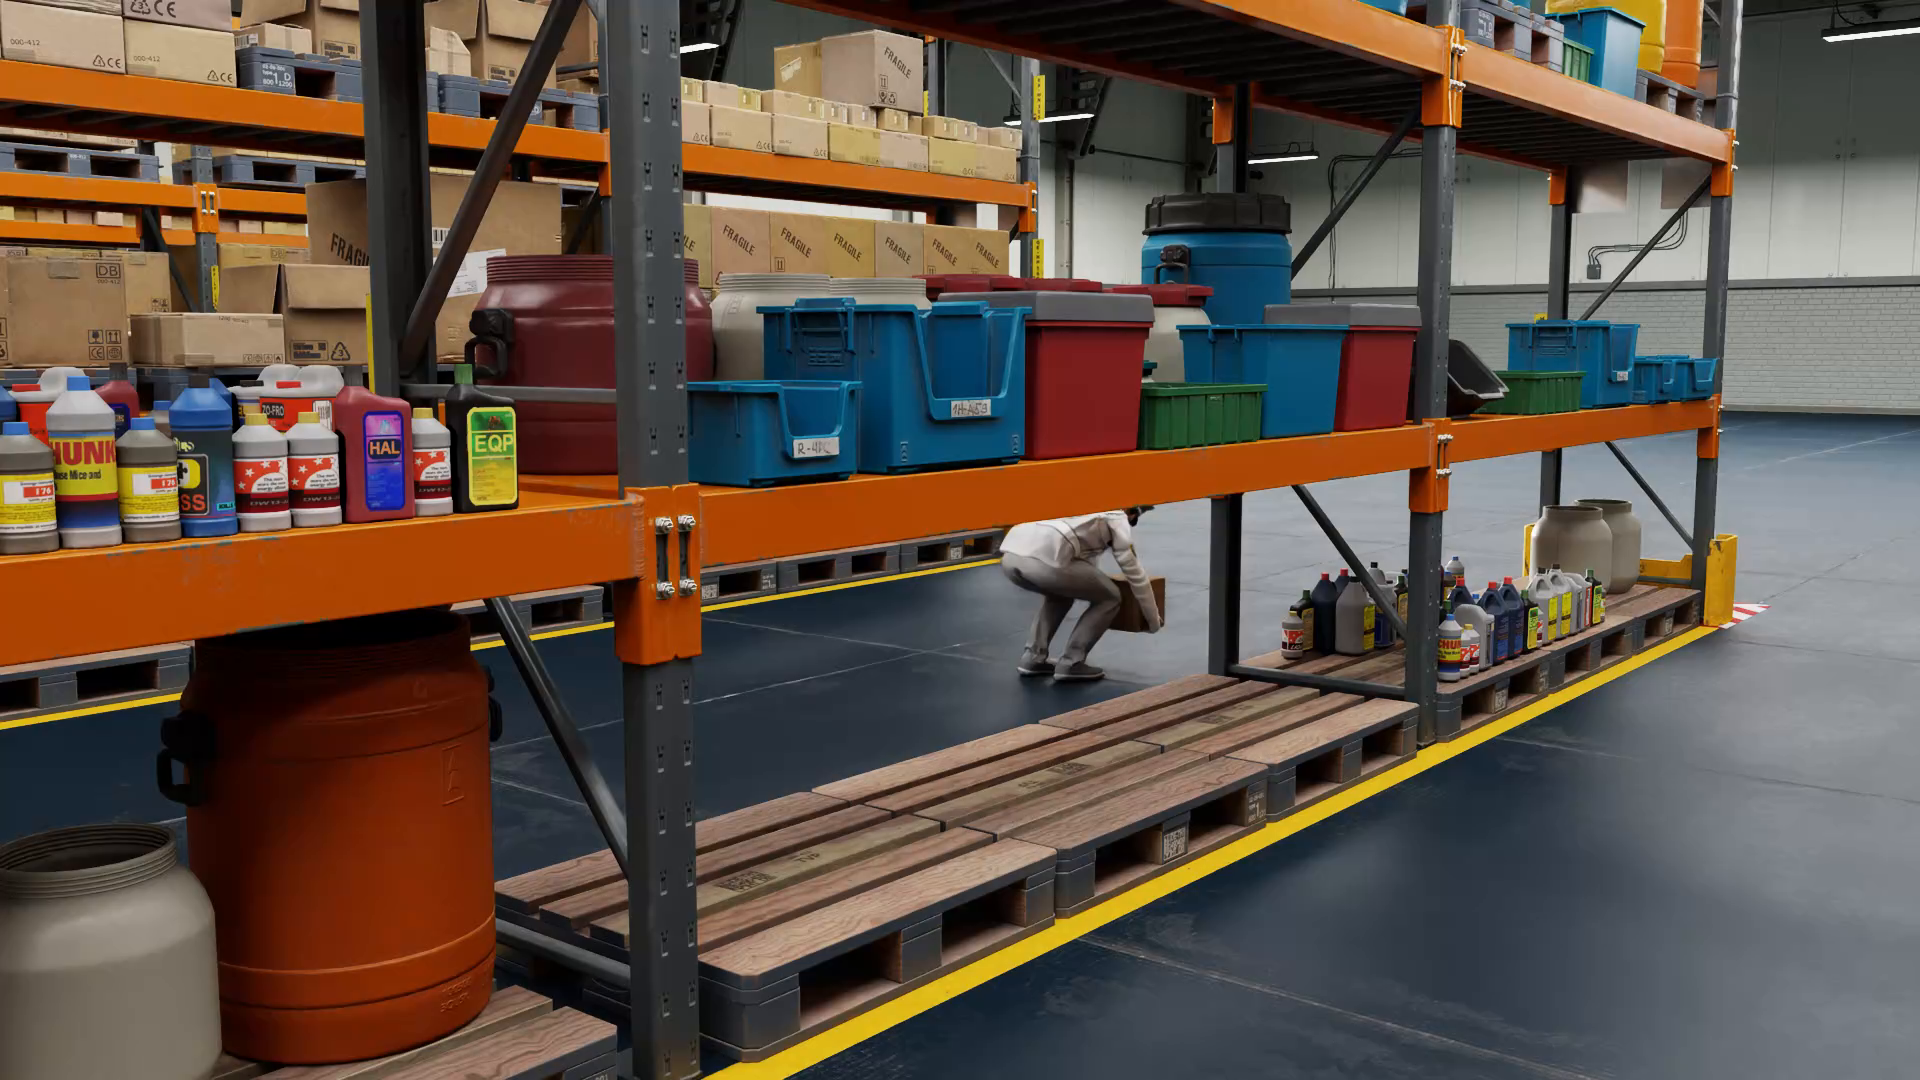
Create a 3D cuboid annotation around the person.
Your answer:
[{"bbox_3d":[0.594,0.179,8.171,0.898,0.976,0.459,-5,9,-38],"label":"person"}]
